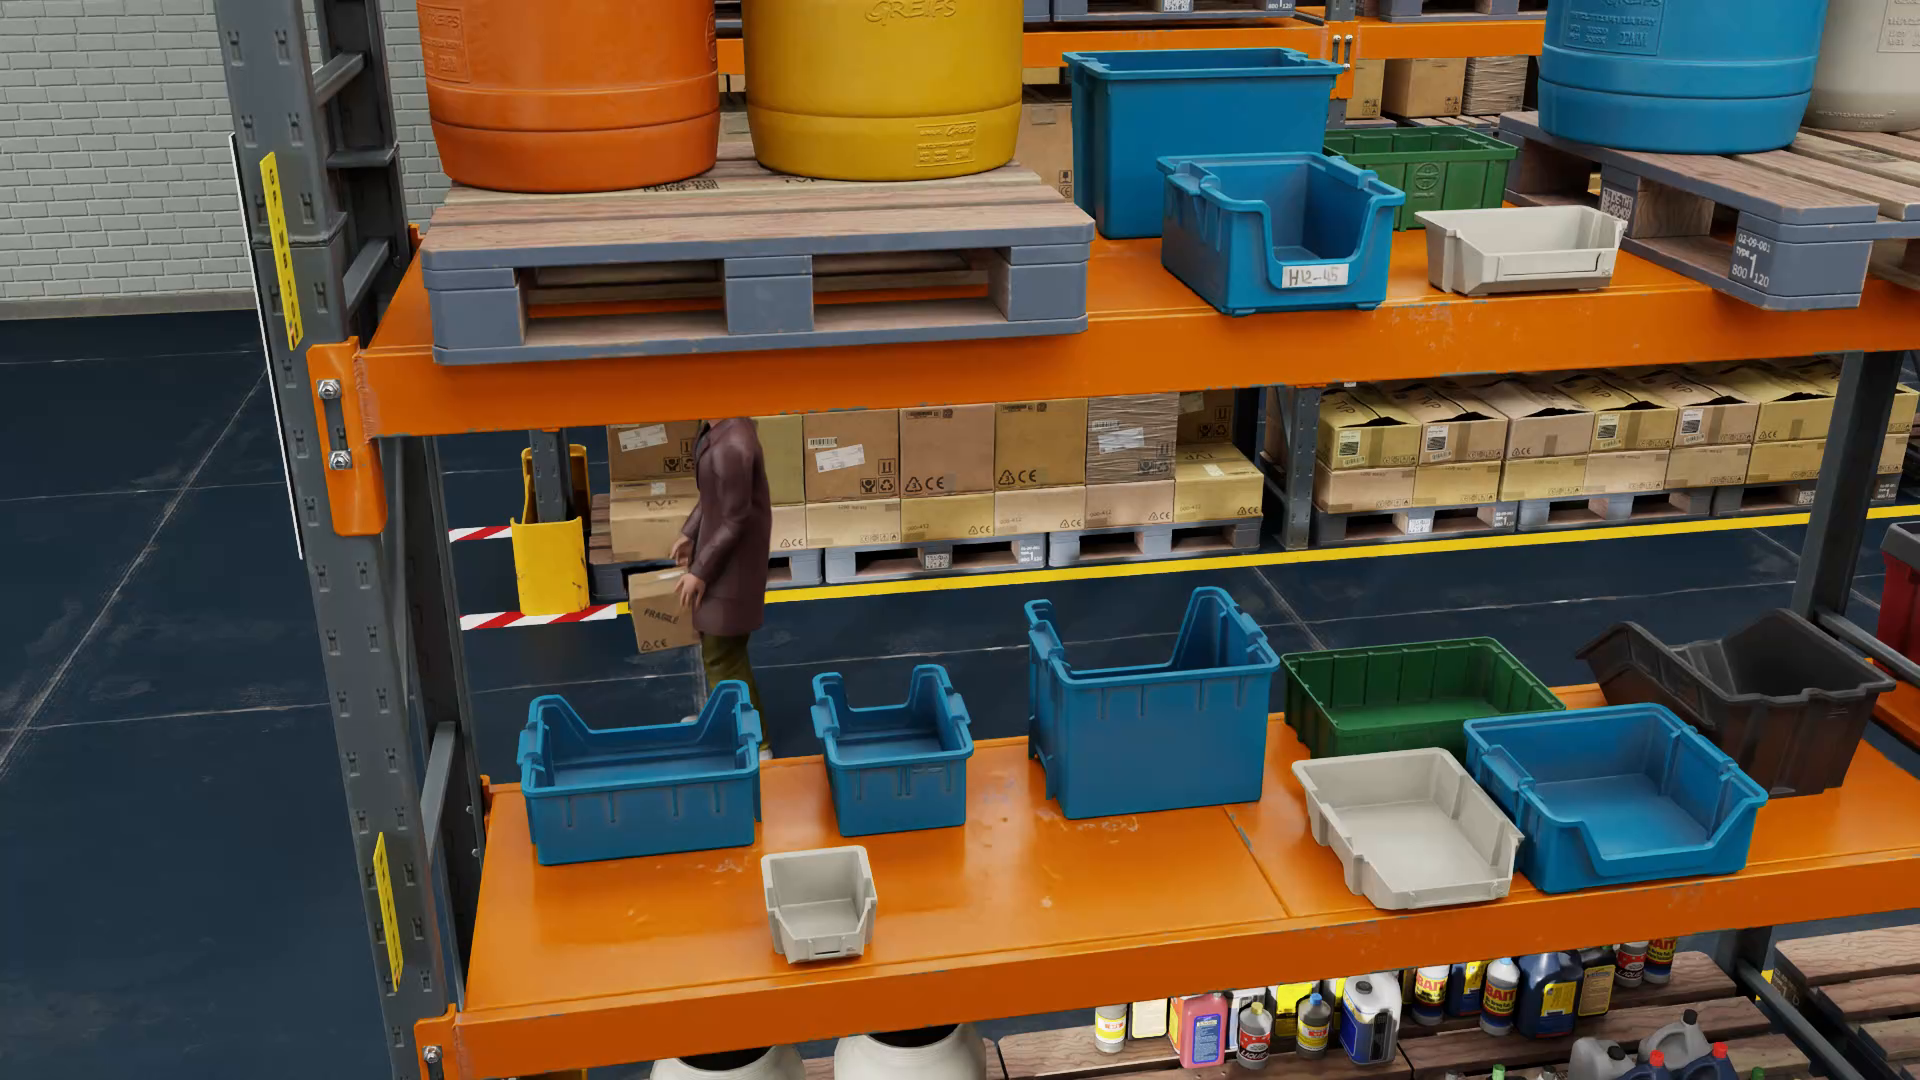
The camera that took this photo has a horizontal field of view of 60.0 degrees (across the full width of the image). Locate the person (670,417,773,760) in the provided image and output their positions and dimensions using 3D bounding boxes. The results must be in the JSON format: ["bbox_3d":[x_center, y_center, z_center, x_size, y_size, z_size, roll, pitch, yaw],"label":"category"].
[{"bbox_3d":[-0.985,0.102,6.868,0.424,1.780,0.583,-5,23,-11],"label":"person"}]
